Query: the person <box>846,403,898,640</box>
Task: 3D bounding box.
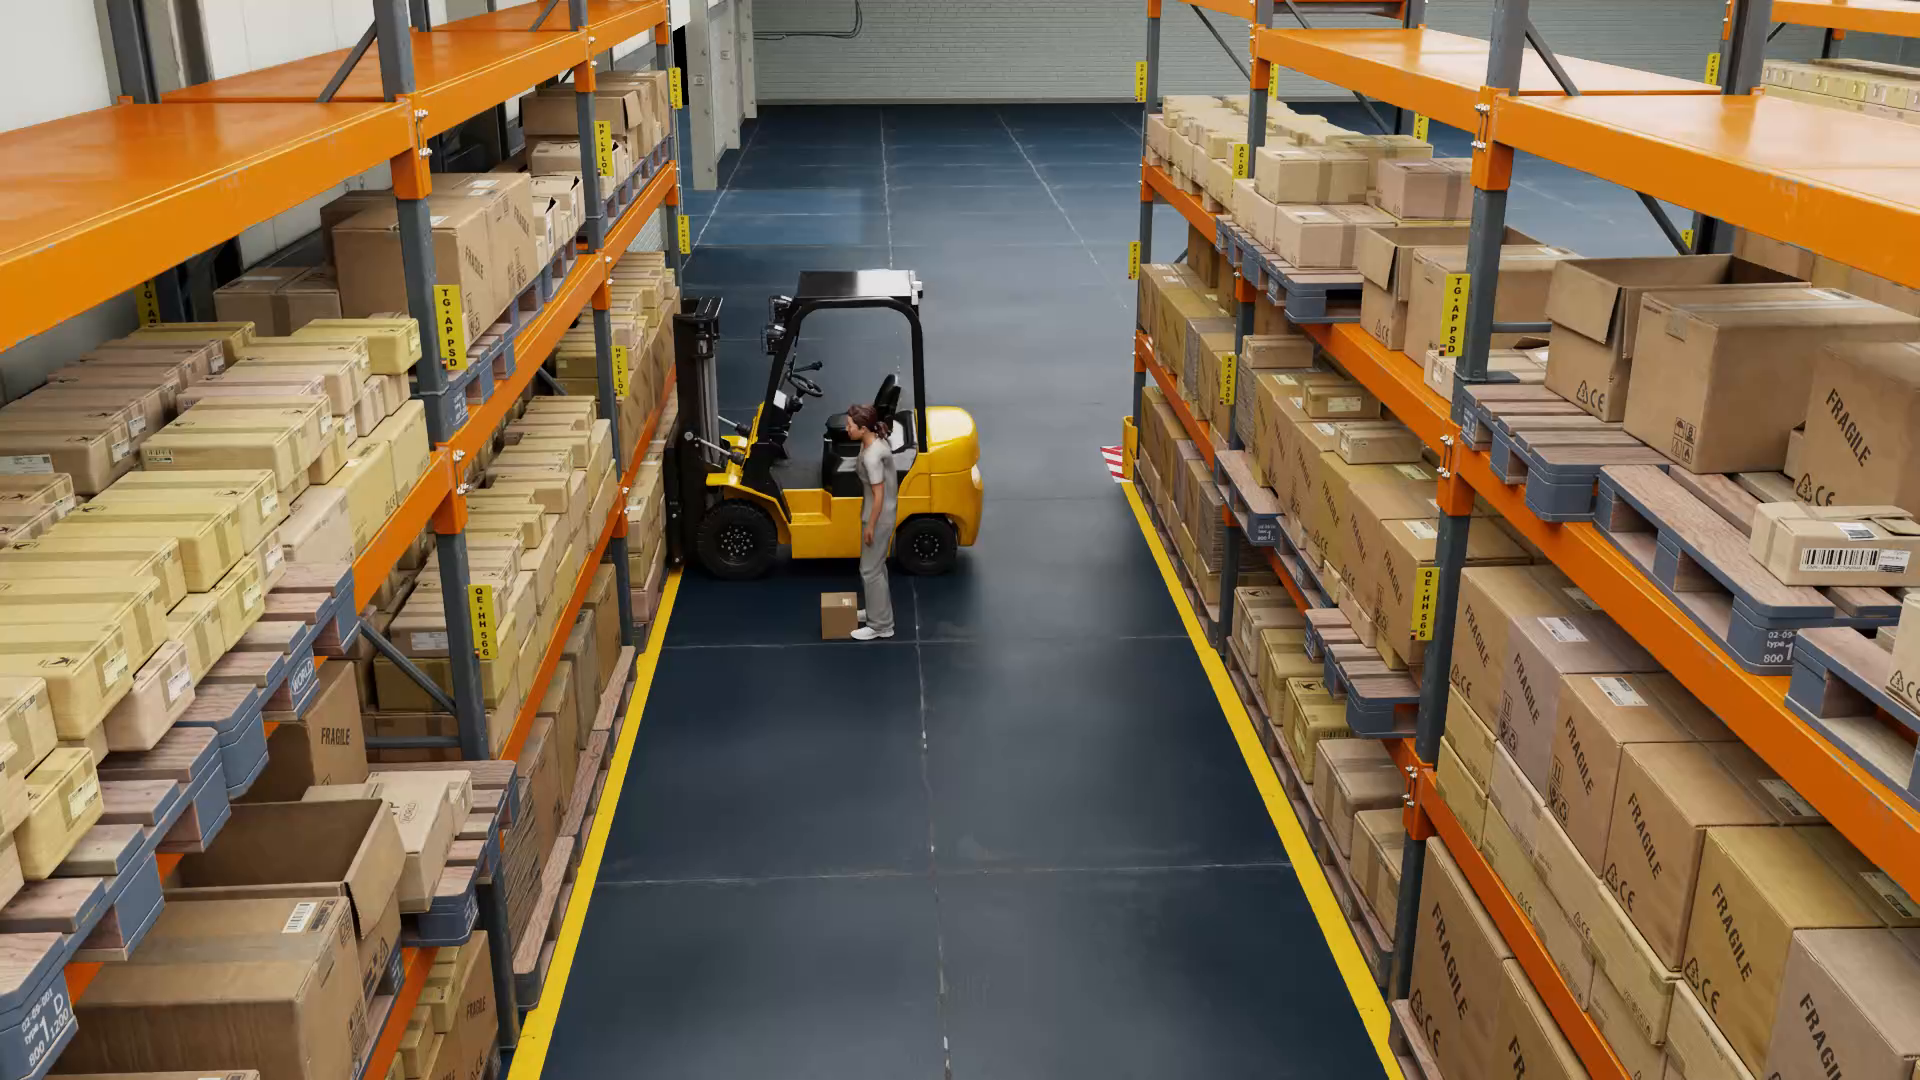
[{"bbox_3d":[-0.601,-0.133,11.465,0.352,1.652,0.495,-1,21,-4],"label":"person"}]
